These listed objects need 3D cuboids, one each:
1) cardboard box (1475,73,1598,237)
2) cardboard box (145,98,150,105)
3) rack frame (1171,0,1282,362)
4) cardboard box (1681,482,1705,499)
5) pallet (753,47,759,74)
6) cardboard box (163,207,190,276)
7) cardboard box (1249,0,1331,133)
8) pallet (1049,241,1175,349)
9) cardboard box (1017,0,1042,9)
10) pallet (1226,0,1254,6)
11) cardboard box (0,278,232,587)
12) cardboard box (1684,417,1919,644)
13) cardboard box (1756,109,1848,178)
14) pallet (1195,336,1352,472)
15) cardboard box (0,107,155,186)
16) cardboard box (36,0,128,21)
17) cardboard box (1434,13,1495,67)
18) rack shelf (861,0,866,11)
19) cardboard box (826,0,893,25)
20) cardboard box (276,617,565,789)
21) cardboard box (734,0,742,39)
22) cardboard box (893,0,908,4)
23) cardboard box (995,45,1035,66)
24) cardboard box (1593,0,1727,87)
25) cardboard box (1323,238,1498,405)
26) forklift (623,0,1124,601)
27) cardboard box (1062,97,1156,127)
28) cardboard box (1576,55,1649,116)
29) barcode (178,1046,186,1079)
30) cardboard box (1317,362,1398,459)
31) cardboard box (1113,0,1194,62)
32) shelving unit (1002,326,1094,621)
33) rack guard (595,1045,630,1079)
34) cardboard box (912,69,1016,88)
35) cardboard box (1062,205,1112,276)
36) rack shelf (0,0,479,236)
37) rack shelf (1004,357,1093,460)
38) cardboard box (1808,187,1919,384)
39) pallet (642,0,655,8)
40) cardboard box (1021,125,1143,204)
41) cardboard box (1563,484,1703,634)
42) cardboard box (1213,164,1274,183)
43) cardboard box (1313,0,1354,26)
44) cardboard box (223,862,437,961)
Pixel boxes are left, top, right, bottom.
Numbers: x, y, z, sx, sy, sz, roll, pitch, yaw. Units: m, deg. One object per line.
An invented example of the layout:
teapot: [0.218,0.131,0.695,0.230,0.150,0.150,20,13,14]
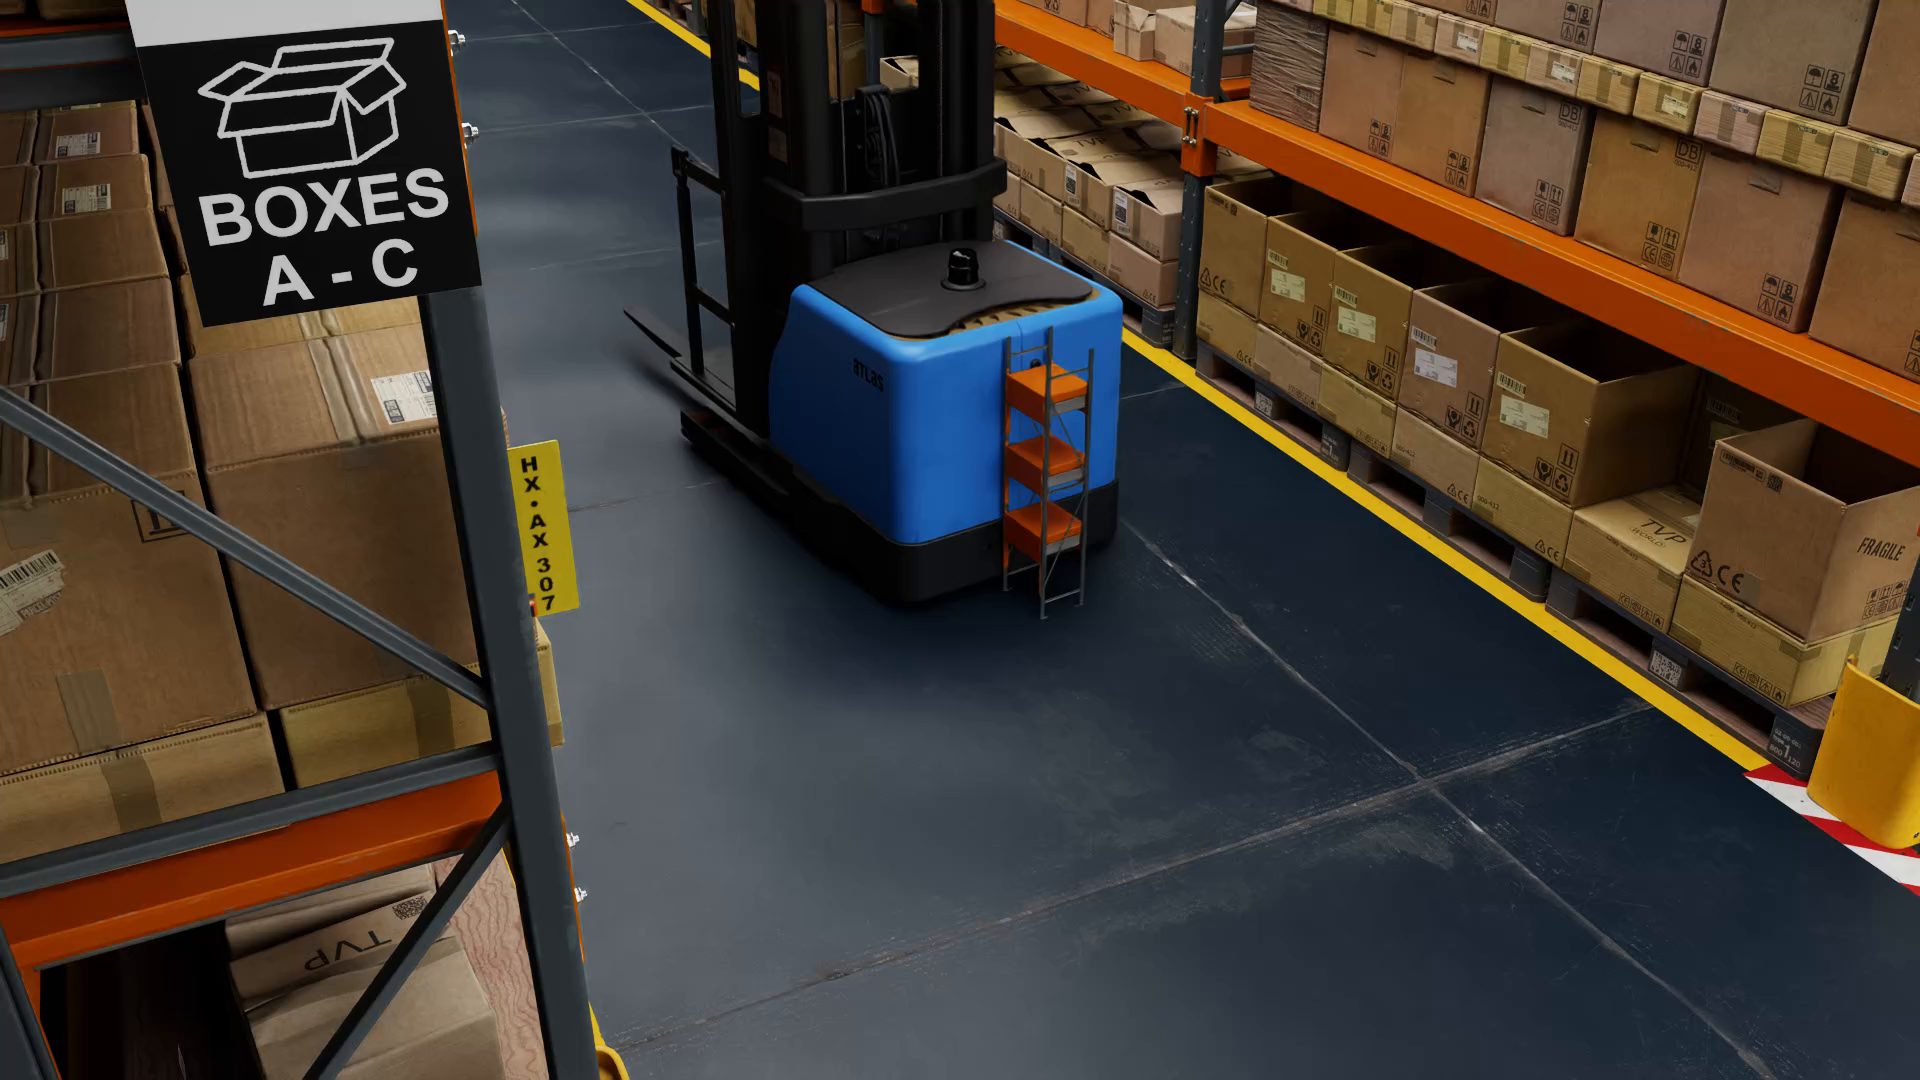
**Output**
cardboard box: [2.413,-1.500,6.256,0.700,0.500,0.500,-12,31,-21]
cardboard box: [-2.219,-1.197,5.183,0.500,0.500,0.500,-13,32,-22]
rack frame: [1.552,-2.331,7.840,1.000,3.000,0.127,-13,32,-22]
cardboard box: [3.022,-0.052,6.157,0.500,0.250,0.500,-13,32,-22]
pallet: [-0.972,-3.758,13.236,1.003,0.211,1.213,-13,32,-22]
cardboard box: [-1.556,-0.517,3.971,0.500,0.500,0.500,-14,32,-24]
cardboard box: [1.748,-2.180,7.469,0.700,0.500,0.500,-14,32,-23]
pallet: [1.200,-1.432,9.088,1.003,0.211,1.213,-13,32,-22]
cardboard box: [0.570,-3.404,9.651,0.500,0.500,0.500,-15,33,-25]
pallet: [2.886,-5.338,16.053,1.003,0.211,1.213,-13,32,-22]
cardboard box: [-1.805,-0.181,3.372,0.500,0.500,0.500,-13,32,-21]
cardboard box: [2.770,-0.050,5.387,0.500,0.500,0.500,-13,32,-22]
cardboard box: [2.709,-1.248,5.143,0.380,0.149,0.250,-14,32,-23]
pallet: [1.855,-0.755,7.880,1.003,0.211,1.213,-13,32,-22]
cardboard box: [-2.480,-0.858,4.579,0.500,0.500,0.500,-12,32,-21]
cardboard box: [-1.121,-1.083,2.426,0.500,0.500,0.500,-12,32,-21]
cardboard box: [2.049,-1.930,6.359,0.380,0.149,0.250,-14,32,-23]
rack shelf: [-1.024,-4.668,12.743,1.077,0.370,4.000,-13,32,-22]
cardboard box: [-0.807,-3.915,12.004,0.500,0.250,0.500,-12,31,-20]
cardboard box: [-1.126,0.252,3.367,0.500,0.250,0.500,-14,32,-23]
cardboard box: [-1.656,-4.469,13.758,0.500,0.500,0.500,-13,32,-21]
cardboard box: [-0.543,-3.914,12.768,0.500,0.500,0.500,-14,32,-23]
cardboard box: [0.282,-3.147,11.104,0.500,0.311,0.500,-12,32,-21]
cardboard box: [2.610,-1.860,5.571,0.700,0.500,0.500,-13,32,-22]
cardboard box: [1.898,-0.930,6.957,0.500,0.500,0.500,-13,32,-22]
forklift: [-0.595,-1.727,6.833,1.130,2.935,3.031,-18,34,-28]
cardboard box: [0.938,-2.473,9.903,0.500,0.311,0.500,-12,32,-21]
cardboard box: [2.376,-1.591,5.755,0.380,0.149,0.250,-12,32,-21]
barcode: [-1.788,1.206,3.823,0.001,0.075,0.075,-13,32,-22]
cardboard box: [1.897,-0.603,7.140,0.500,0.250,0.500,-13,32,-22]
cardboard box: [1.009,-2.622,8.497,0.396,0.266,0.258,-14,32,-23]
shelving unit: [0.316,-0.235,6.096,0.215,1.050,0.252,-18,34,-28]
rack guard: [-1.236,1.534,3.503,1.175,0.500,0.348,-13,32,-22]
cardboard box: [0.027,-2.803,10.491,0.500,0.311,0.500,-14,32,-23]
cardboard box: [0.896,-1.661,9.028,0.500,0.250,0.500,-14,32,-23]
rack shelf: [-2.062,-1.401,3.849,1.077,0.370,4.000,-13,32,-22]
rack shelf: [0.316,-0.473,5.962,0.215,0.259,0.240,-18,34,-28]
cardboard box: [3.080,-0.817,5.037,0.700,0.500,0.500,-13,32,-22]
pallet: [-2.704,-5.492,16.328,1.003,0.211,1.213,-13,32,-22]
cardboard box: [0.678,-2.128,9.286,0.500,0.311,0.500,-13,32,-22]
cardboard box: [2.546,0.059,5.960,0.500,0.250,0.500,-13,32,-22]
cardboard box: [1.599,-1.795,8.692,0.500,0.311,0.500,-13,32,-22]
cardboard box: [1.713,-2.274,6.973,0.380,0.149,0.250,-14,32,-23]
cardboard box: [-1.664,0.882,4.409,0.500,0.311,0.500,-10,31,-18]
